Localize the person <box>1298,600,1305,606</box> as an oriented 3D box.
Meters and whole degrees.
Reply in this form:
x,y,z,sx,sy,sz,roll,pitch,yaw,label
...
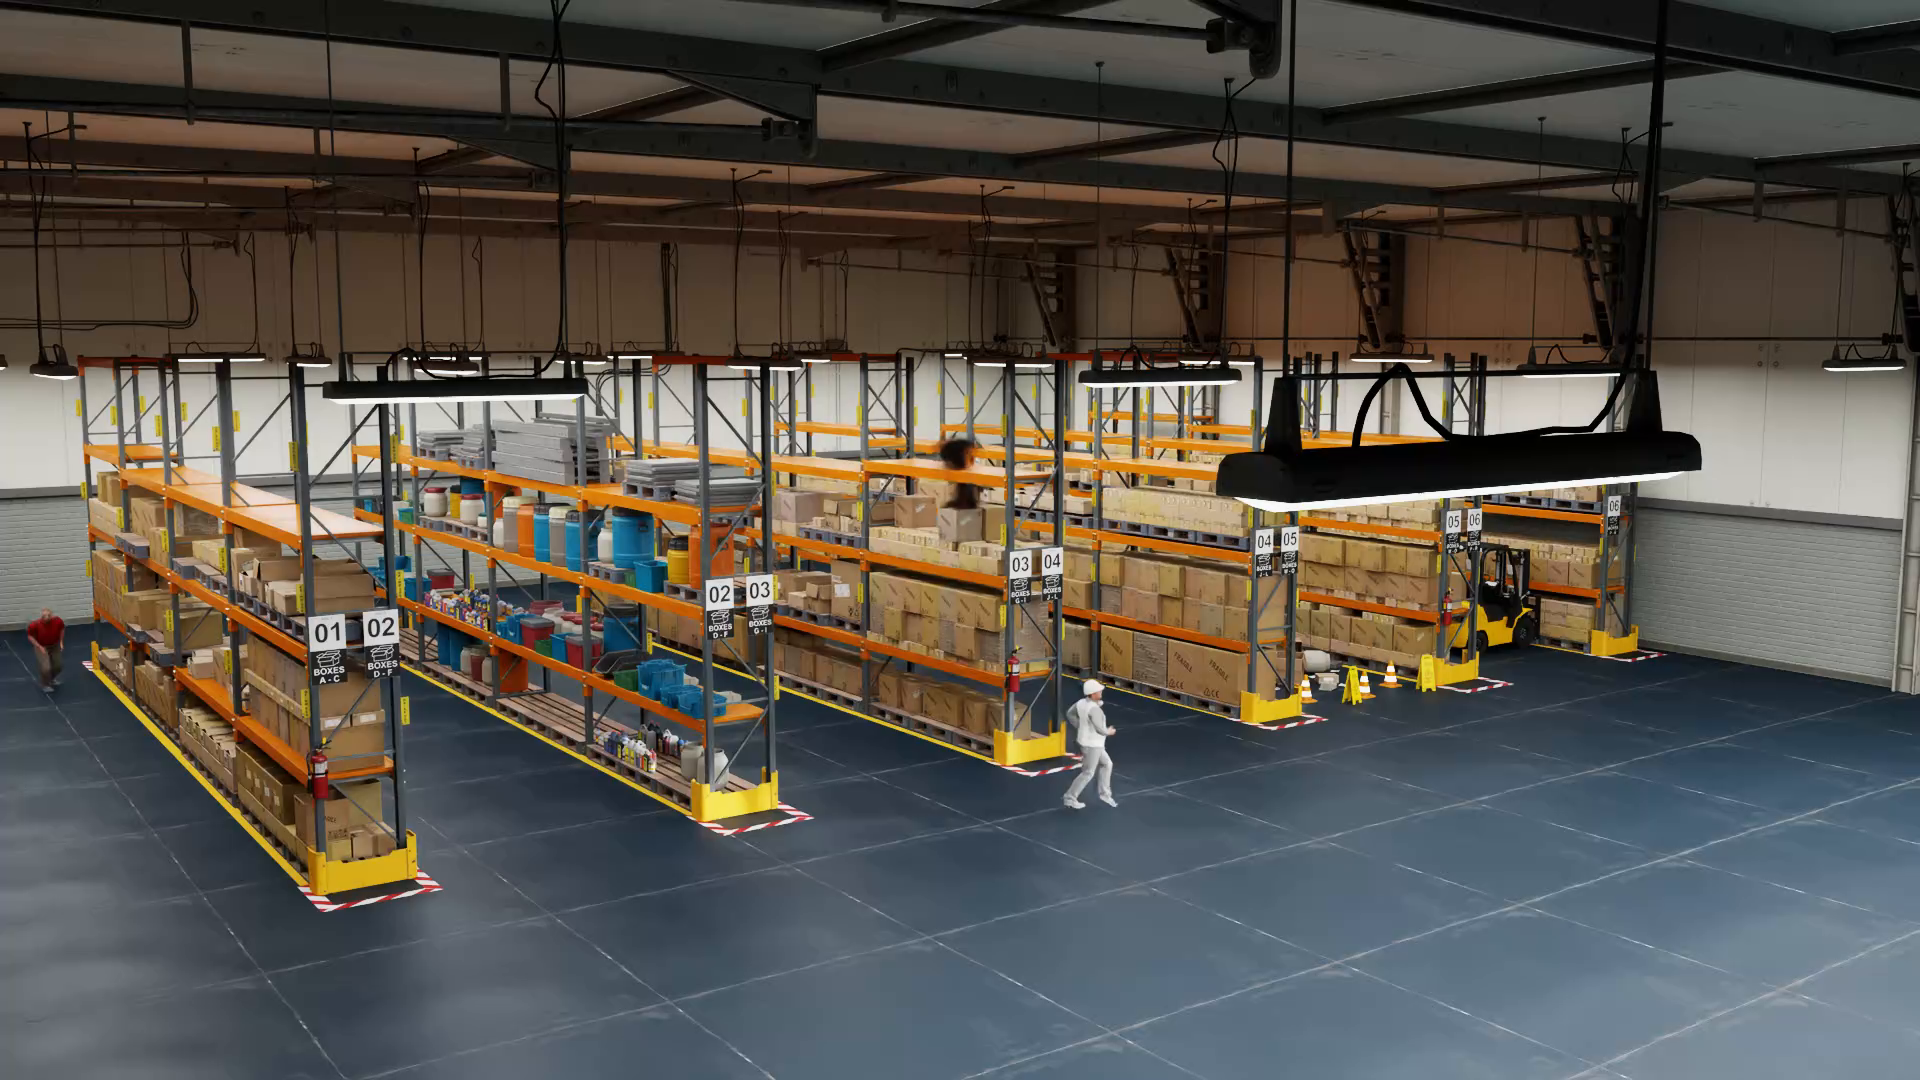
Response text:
x,y,z,sx,sy,sz,roll,pitch,yaw,label
7.615,1.139,35.912,0.652,1.716,0.965,-6,9,-40,person

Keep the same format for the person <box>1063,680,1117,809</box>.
x,y,z,sx,sy,sz,roll,pitch,yaw,label
1.769,2.755,22.252,0.798,1.809,0.637,-1,7,-10,person

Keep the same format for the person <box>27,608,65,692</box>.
x,y,z,sx,sy,sz,roll,pitch,yaw,label
-16.376,1.946,29.818,0.888,1.568,0.687,6,9,39,person
